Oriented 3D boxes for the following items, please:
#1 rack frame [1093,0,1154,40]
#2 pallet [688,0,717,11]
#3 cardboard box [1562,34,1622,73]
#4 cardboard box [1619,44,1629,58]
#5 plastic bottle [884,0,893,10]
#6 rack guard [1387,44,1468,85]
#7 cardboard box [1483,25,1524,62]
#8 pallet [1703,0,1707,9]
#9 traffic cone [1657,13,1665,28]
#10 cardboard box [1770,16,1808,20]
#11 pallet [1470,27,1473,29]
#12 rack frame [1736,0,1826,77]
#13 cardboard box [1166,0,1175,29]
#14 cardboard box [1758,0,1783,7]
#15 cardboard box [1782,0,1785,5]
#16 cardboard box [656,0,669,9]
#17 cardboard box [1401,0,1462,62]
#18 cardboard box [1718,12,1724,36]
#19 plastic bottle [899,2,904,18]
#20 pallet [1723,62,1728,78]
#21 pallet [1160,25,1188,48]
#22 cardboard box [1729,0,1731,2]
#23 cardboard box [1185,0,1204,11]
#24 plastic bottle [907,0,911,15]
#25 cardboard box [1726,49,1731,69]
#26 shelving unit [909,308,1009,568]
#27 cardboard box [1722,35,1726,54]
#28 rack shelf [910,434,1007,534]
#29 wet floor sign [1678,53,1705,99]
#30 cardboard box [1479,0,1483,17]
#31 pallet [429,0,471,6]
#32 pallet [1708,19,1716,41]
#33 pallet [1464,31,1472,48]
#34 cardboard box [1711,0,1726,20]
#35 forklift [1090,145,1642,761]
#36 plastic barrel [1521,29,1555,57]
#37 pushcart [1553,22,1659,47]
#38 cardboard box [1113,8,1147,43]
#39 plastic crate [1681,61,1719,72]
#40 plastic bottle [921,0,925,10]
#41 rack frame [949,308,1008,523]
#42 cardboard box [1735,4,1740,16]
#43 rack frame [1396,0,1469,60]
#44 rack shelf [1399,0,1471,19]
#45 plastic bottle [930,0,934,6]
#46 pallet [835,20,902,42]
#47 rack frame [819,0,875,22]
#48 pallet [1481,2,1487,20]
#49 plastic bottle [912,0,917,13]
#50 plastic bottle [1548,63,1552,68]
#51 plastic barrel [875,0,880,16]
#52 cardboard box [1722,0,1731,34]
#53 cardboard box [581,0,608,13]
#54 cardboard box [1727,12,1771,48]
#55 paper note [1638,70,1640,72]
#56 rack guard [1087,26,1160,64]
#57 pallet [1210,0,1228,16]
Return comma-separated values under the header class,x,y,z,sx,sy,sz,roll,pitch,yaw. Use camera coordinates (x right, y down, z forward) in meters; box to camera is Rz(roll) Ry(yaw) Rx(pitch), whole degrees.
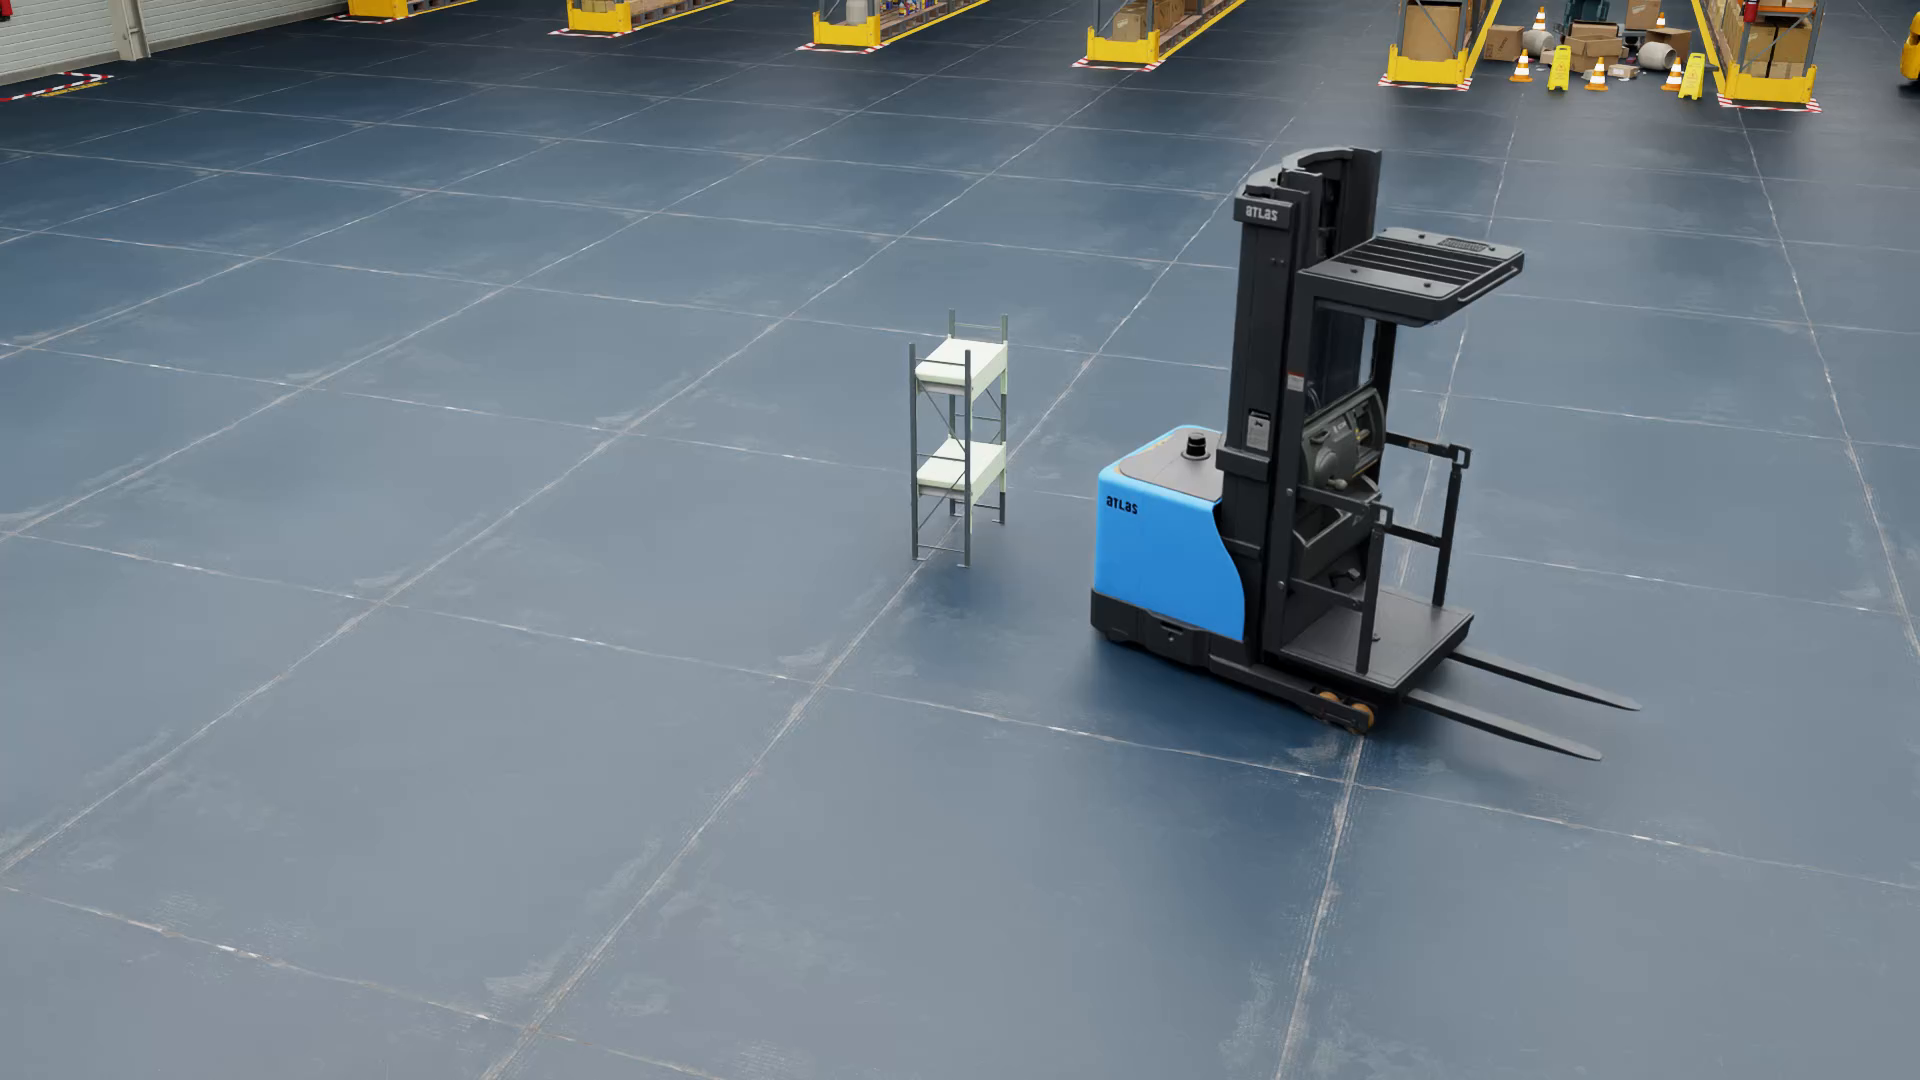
class,x,y,z,sx,sy,sz,roll,pitch,yaw
rack frame,2.698,-9.365,27.150,1.000,3.000,0.127,9,27,17
pallet,-5.615,-10.871,33.461,1.003,0.211,1.213,9,27,17
cardboard box,10.240,-7.893,26.975,0.797,0.503,0.637,-9,27,-18
cardboard box,11.079,-8.318,28.124,0.258,0.266,0.396,-9,27,-18
plastic bottle,-1.358,-10.164,31.421,0.152,0.276,0.135,9,27,17
rack guard,7.334,-7.469,26.103,1.175,0.500,0.348,9,27,17
cardboard box,9.124,-8.337,27.893,0.500,0.500,0.500,14,29,26
pallet,15.447,-10.773,33.258,1.003,0.211,1.213,9,27,17
traffic cone,12.467,-9.143,29.602,0.336,0.463,0.334,9,27,17
cardboard box,12.924,-7.939,26.017,0.500,0.500,0.500,9,27,18
pallet,8.859,-9.321,30.259,1.003,0.211,1.213,9,27,17
rack frame,12.043,-7.928,24.182,1.000,3.000,0.127,9,27,17
cardboard box,3.542,-9.411,29.632,0.500,0.500,0.500,6,27,13
cardboard box,11.966,-8.000,24.618,0.380,0.149,0.250,10,27,19
cardboard box,12.422,-8.030,24.682,0.380,0.149,0.250,9,27,18
cardboard box,-5.924,-10.354,31.866,0.500,0.250,0.500,9,27,17
cardboard box,7.505,-8.125,26.546,0.875,0.875,0.875,9,27,18
cardboard box,13.547,-8.794,28.504,0.950,0.372,0.625,9,27,18
plastic bottle,-1.075,-9.753,30.578,0.097,0.271,0.097,0,26,0
pallet,12.780,-7.532,26.565,1.003,0.211,1.213,9,27,17
pallet,3.435,-8.970,29.533,1.003,0.211,1.213,9,27,17
cardboard box,12.825,-8.907,27.272,0.380,0.149,0.250,9,27,18
cardboard box,4.254,-10.331,31.509,0.700,0.500,0.500,7,27,13
plastic bottle,-0.961,-9.894,30.869,0.097,0.271,0.097,0,26,0
cardboard box,12.238,-7.462,25.894,0.500,0.250,0.500,9,27,18
shelving unit,-0.002,-0.672,10.917,0.431,1.500,0.755,9,27,17
cardboard box,12.756,-8.099,27.208,0.500,0.250,0.500,10,28,20
rack shelf,-0.002,-0.379,11.060,0.431,0.370,0.720,9,27,17
wet floor sign,10.971,-6.945,24.854,0.267,0.644,0.232,20,32,35
cardboard box,9.119,-10.088,30.744,1.050,0.750,0.750,9,27,17
pallet,-10.578,-11.125,33.984,1.003,0.211,1.213,9,27,17
pallet,14.036,-9.140,29.885,1.003,0.211,1.213,9,27,17
pallet,8.346,-8.692,28.960,1.003,0.211,1.213,9,27,17
cardboard box,14.270,-9.687,30.348,0.950,0.372,0.625,8,27,16
forklift,2.258,-0.522,8.965,3.031,2.935,1.130,19,32,34
plastic barrel,9.742,-8.400,28.113,0.421,0.421,0.512,-14,29,-27
pushcart,11.208,-8.702,28.789,1.648,0.377,0.936,0,26,-1
cardboard box,2.922,-8.683,28.128,0.500,0.500,0.500,14,29,27
plastic crate,12.079,-7.731,27.126,0.402,0.080,0.583,0,26,-1
plastic bottle,-0.755,-10.215,31.440,0.144,0.351,0.185,9,27,17
rack frame,0.120,-0.823,11.228,0.400,1.500,0.023,9,27,17
cardboard box,12.299,-8.247,25.910,0.380,0.149,0.250,10,28,20
rack frame,7.342,-8.604,25.579,1.000,3.000,0.127,9,27,17
rack shelf,8.007,-9.102,27.433,1.077,0.370,4.000,9,27,17
plastic bottle,-0.584,-10.426,31.877,0.144,0.351,0.185,8,27,16
pallet,-1.716,-9.199,30.008,1.003,0.211,1.213,9,27,17
rack frame,-1.973,-10.083,28.634,1.000,3.000,0.127,9,27,17
pallet,9.671,-10.324,32.330,1.003,0.211,1.213,9,27,17
plastic bottle,-0.861,-10.018,31.126,0.097,0.271,0.097,0,26,0
plastic bottle,9.708,-7.765,27.218,0.133,0.061,0.283,0,26,-1
plastic barrel,-1.659,-9.640,30.091,0.421,0.512,0.421,0,26,0
cardboard box,12.923,-8.657,27.501,0.500,0.500,0.500,10,28,20
cardboard box,-6.743,-10.018,31.172,0.500,0.250,0.500,9,27,17
cardboard box,12.409,-8.005,26.155,0.500,0.500,0.500,8,27,16
paper note,10.905,-7.591,26.906,0.148,0.019,0.142,20,32,35
rack guard,2.723,-8.271,27.759,1.175,0.500,0.348,9,27,17
pallet,4.691,-10.577,32.853,1.003,0.211,1.213,9,27,17
